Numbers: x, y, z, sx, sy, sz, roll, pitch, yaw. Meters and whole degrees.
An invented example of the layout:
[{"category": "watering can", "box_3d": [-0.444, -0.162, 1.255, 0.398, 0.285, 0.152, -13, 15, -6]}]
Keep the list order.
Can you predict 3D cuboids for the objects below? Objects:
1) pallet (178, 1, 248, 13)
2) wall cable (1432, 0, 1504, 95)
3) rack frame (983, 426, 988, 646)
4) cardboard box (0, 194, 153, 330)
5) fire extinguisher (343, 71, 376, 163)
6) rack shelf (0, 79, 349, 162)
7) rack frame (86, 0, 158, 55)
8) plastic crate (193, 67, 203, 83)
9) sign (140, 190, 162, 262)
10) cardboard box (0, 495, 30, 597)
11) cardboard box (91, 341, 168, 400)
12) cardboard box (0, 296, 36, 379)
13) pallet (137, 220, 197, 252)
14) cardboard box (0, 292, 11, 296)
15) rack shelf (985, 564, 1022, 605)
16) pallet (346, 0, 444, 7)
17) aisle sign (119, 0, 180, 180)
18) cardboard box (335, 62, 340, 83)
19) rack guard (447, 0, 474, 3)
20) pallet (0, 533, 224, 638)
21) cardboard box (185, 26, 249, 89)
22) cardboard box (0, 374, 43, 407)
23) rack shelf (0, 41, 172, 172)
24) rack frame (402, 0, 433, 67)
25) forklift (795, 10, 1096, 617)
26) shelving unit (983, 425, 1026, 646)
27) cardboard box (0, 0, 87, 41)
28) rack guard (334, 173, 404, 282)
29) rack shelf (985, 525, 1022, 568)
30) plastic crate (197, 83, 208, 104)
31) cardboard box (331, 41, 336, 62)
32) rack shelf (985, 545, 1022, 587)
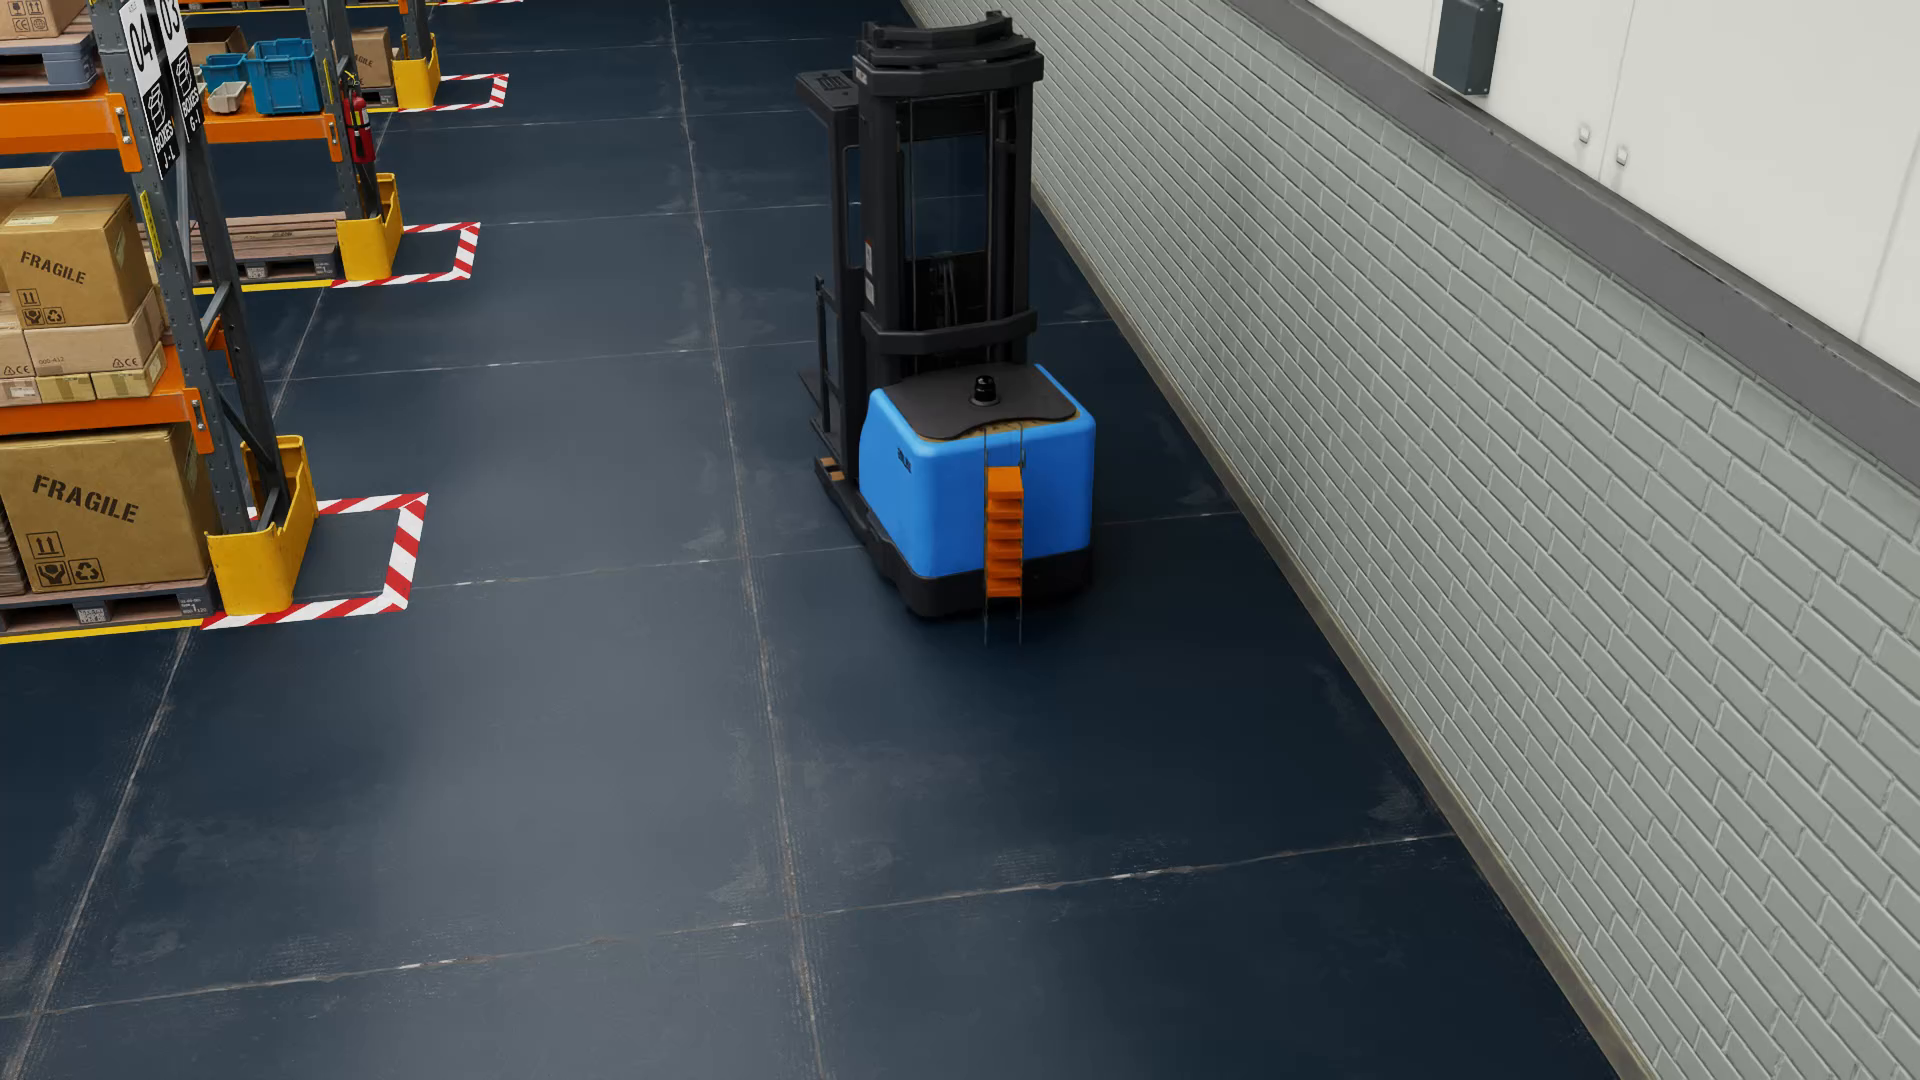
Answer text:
[{"category": "pallet", "box_3d": [-9.811, -7.049, 21.530, 1.213, 0.211, 1.003, -5, 31, -9]}, {"category": "wall cable", "box_3d": [2.220, -3.948, 4.412, 0.120, 5.999, 2.277, -5, 31, -9]}, {"category": "rack frame", "box_3d": [0.132, -0.006, 8.563, 0.006, 1.200, 0.240, -1, 34, -2]}, {"category": "cardboard box", "box_3d": [-4.394, -1.388, 8.266, 0.500, 0.500, 0.500, -5, 31, -8]}, {"category": "fire extinguisher", "box_3d": [-4.624, -3.240, 12.744, 0.183, 0.674, 0.296, -5, 31, -9]}, {"category": "rack shelf", "box_3d": [-6.822, -3.154, 12.864, 4.000, 0.370, 1.077, -5, 31, -9]}, {"category": "rack frame", "box_3d": [-3.962, -3.763, 7.272, 0.127, 3.000, 1.000, -5, 31, -9]}, {"category": "plastic crate", "box_3d": [-6.154, -3.650, 13.200, 0.298, 0.136, 0.250, -5, 31, -9]}, {"category": "sign", "box_3d": [-3.878, -1.506, 7.977, 0.005, 0.325, 0.100, -5, 31, -9]}, {"category": "cardboard box", "box_3d": [-5.473, -0.261, 8.916, 0.875, 0.875, 0.875, -5, 31, -9]}, {"category": "cardboard box", "box_3d": [-4.253, -0.872, 8.522, 0.250, 0.149, 0.380, -5, 31, -8]}, {"category": "cardboard box", "box_3d": [-4.890, -1.018, 8.377, 0.500, 0.250, 0.500, -6, 31, -10]}, {"category": "pallet", "box_3d": [-6.870, -2.279, 13.417, 1.213, 0.211, 1.003, -5, 31, -9]}, {"category": "cardboard box", "box_3d": [-4.993, -1.281, 8.823, 0.500, 0.250, 0.500, -6, 31, -10]}, {"category": "rack shelf", "box_3d": [0.224, 0.228, 8.723, 0.180, 0.103, 0.258, -1, 34, -2]}, {"category": "pallet", "box_3d": [-7.411, -7.272, 21.909, 1.213, 0.211, 1.003, -5, 31, -9]}, {"category": "aisle sign", "box_3d": [-3.838, -2.155, 7.890, 0.004, 0.787, 0.394, -5, 31, -9]}, {"category": "cardboard box", "box_3d": [-6.648, -4.920, 17.520, 0.250, 0.166, 0.380, -5, 31, -9]}, {"category": "rack guard", "box_3d": [-6.615, -7.511, 22.030, 0.348, 0.500, 1.175, -5, 31, -9]}, {"category": "pallet", "box_3d": [-4.735, 0.137, 9.309, 1.213, 0.211, 1.003, -5, 31, -9]}, {"category": "cardboard box", "box_3d": [-7.831, -5.039, 17.389, 0.637, 0.503, 0.797, -5, 31, -9]}, {"category": "cardboard box", "box_3d": [-4.757, -0.825, 8.442, 0.250, 0.149, 0.380, -5, 31, -9]}, {"category": "rack shelf", "box_3d": [-5.930, -1.977, 7.904, 4.000, 0.370, 1.077, -5, 31, -9]}, {"category": "rack frame", "box_3d": [-5.743, -6.116, 17.193, 0.127, 3.000, 1.000, -5, 31, -9]}, {"category": "forklift", "box_3d": [-0.261, -1.585, 9.553, 1.130, 2.935, 3.031, -11, 32, -18]}, {"category": "shelving unit", "box_3d": [0.223, -0.008, 8.565, 0.189, 1.200, 0.258, -1, 34, -2]}, {"category": "cardboard box", "box_3d": [-4.464, -2.663, 7.749, 0.500, 0.500, 0.700, -7, 31, -12]}, {"category": "rack guard", "box_3d": [-4.833, -2.578, 13.640, 0.348, 0.500, 1.175, -5, 31, -9]}, {"category": "rack shelf", "box_3d": [0.224, 0.029, 8.590, 0.180, 0.103, 0.258, -1, 34, -2]}, {"category": "plastic crate", "box_3d": [-5.912, -3.375, 12.731, 0.243, 0.136, 0.396, -5, 31, -9]}, {"category": "cardboard box", "box_3d": [-6.821, -5.167, 17.857, 0.500, 0.250, 0.500, -5, 31, -9]}, {"category": "rack shelf", "box_3d": [0.224, 0.128, 8.657, 0.180, 0.103, 0.258, -1, 34, -2]}]
